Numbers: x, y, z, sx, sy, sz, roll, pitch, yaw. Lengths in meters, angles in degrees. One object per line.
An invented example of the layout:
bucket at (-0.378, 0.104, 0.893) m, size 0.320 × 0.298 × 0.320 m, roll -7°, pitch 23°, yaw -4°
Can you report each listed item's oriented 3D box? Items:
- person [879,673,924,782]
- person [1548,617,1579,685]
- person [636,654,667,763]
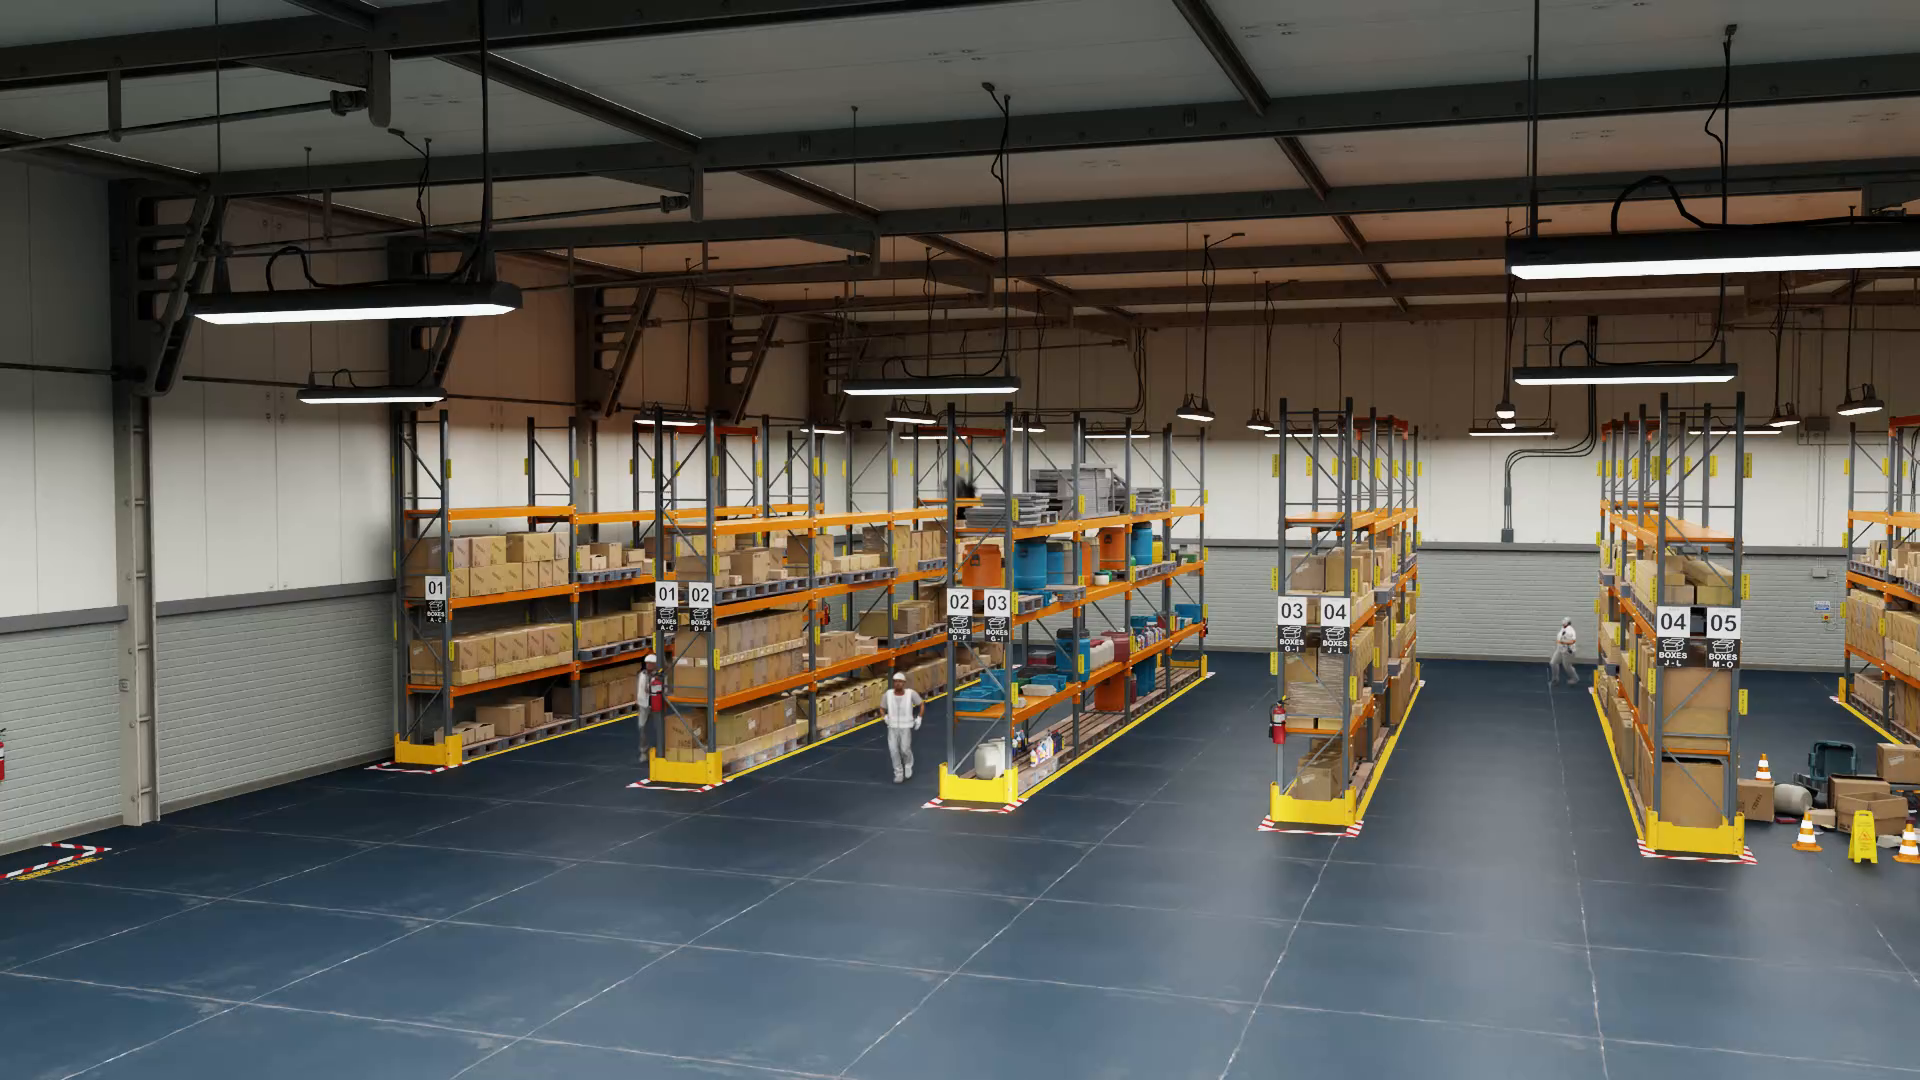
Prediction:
person at (-0.948, 2.989, 26.476) m, size 0.712 × 1.745 × 0.601 m, roll 0°, pitch 2°, yaw 7°
person at (14.012, 2.590, 38.281) m, size 0.693 × 1.680 × 0.743 m, roll 0°, pitch 2°, yaw -11°
person at (-5.311, 2.869, 28.662) m, size 0.627 × 1.810 × 0.865 m, roll 0°, pitch 2°, yaw 8°
